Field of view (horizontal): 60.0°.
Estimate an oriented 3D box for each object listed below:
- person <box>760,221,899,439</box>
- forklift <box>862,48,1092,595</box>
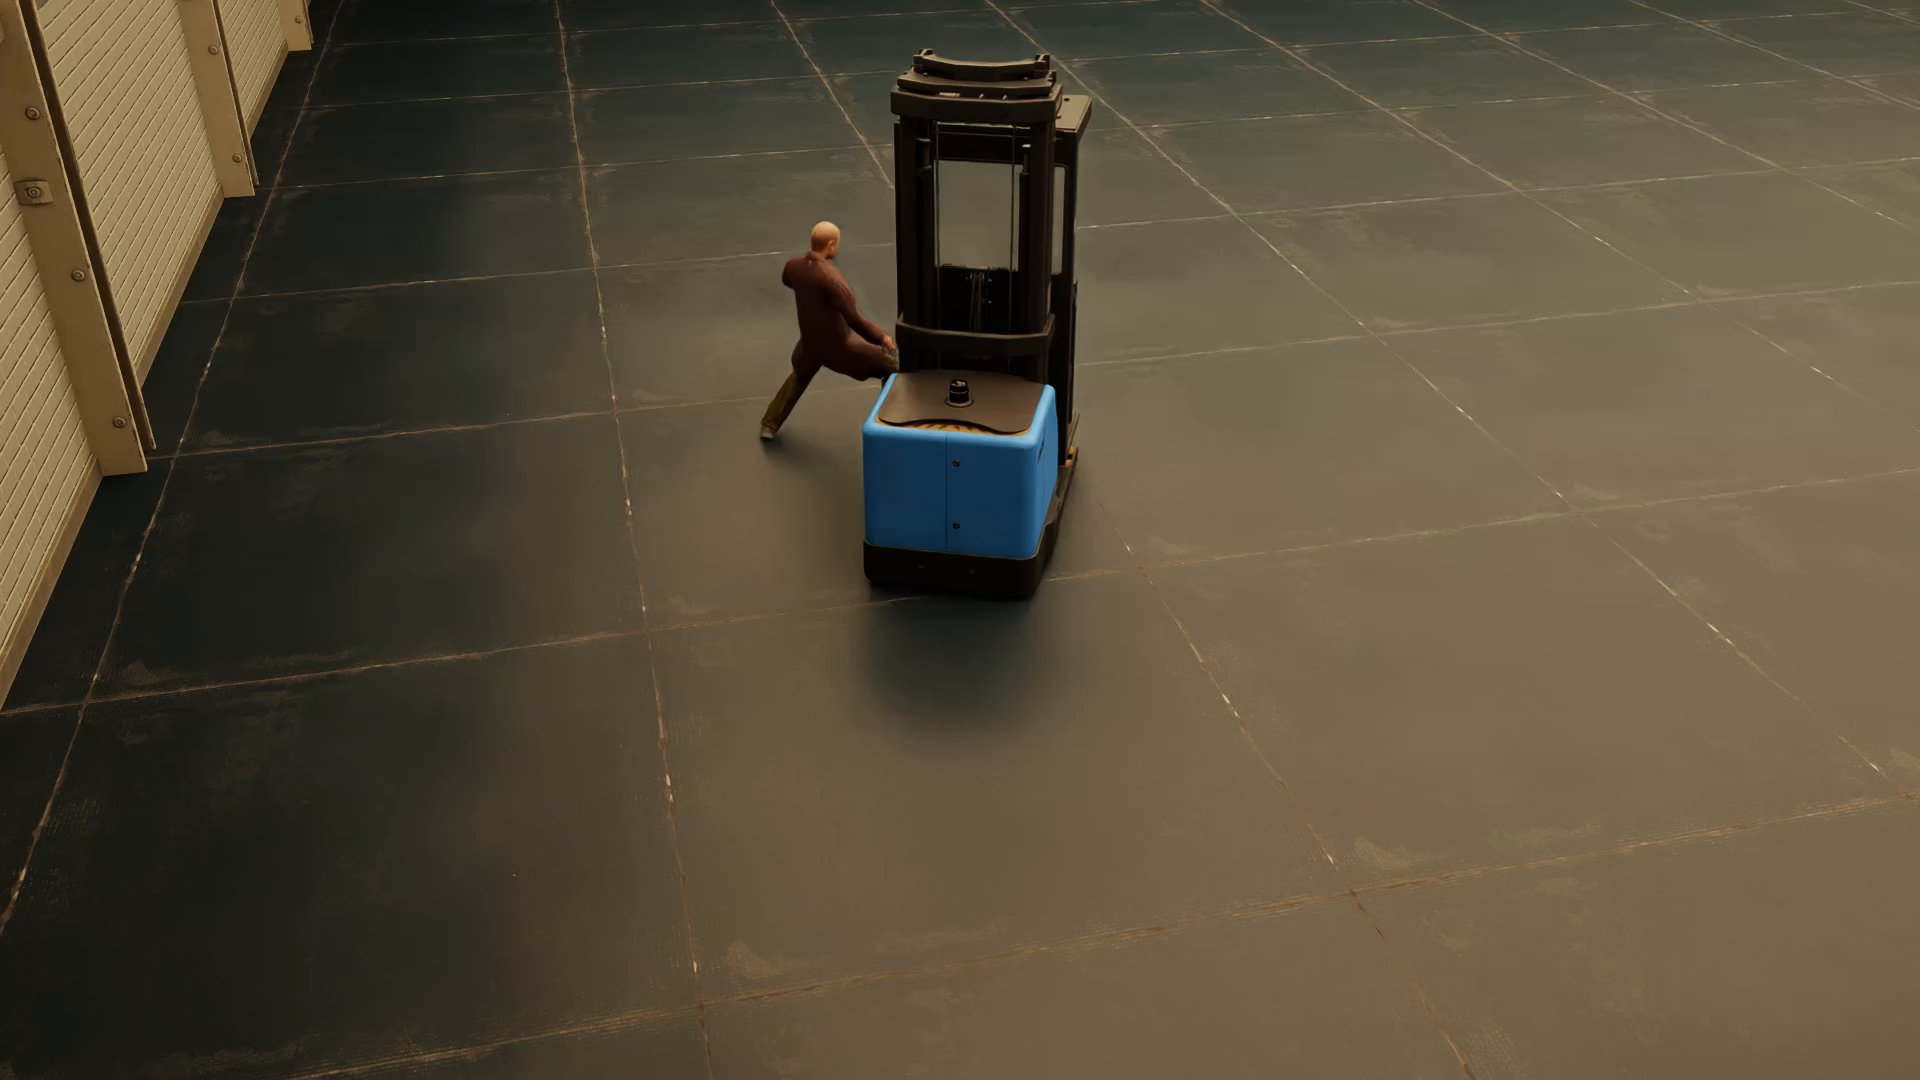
[{"bbox_3d":[-0.860,-1.406,11.417,0.987,1.652,1.035,-24,38,-35],"label":"person"},{"bbox_3d":[0.199,-1.668,10.456,1.130,2.935,3.031,5,30,9],"label":"forklift"}]
